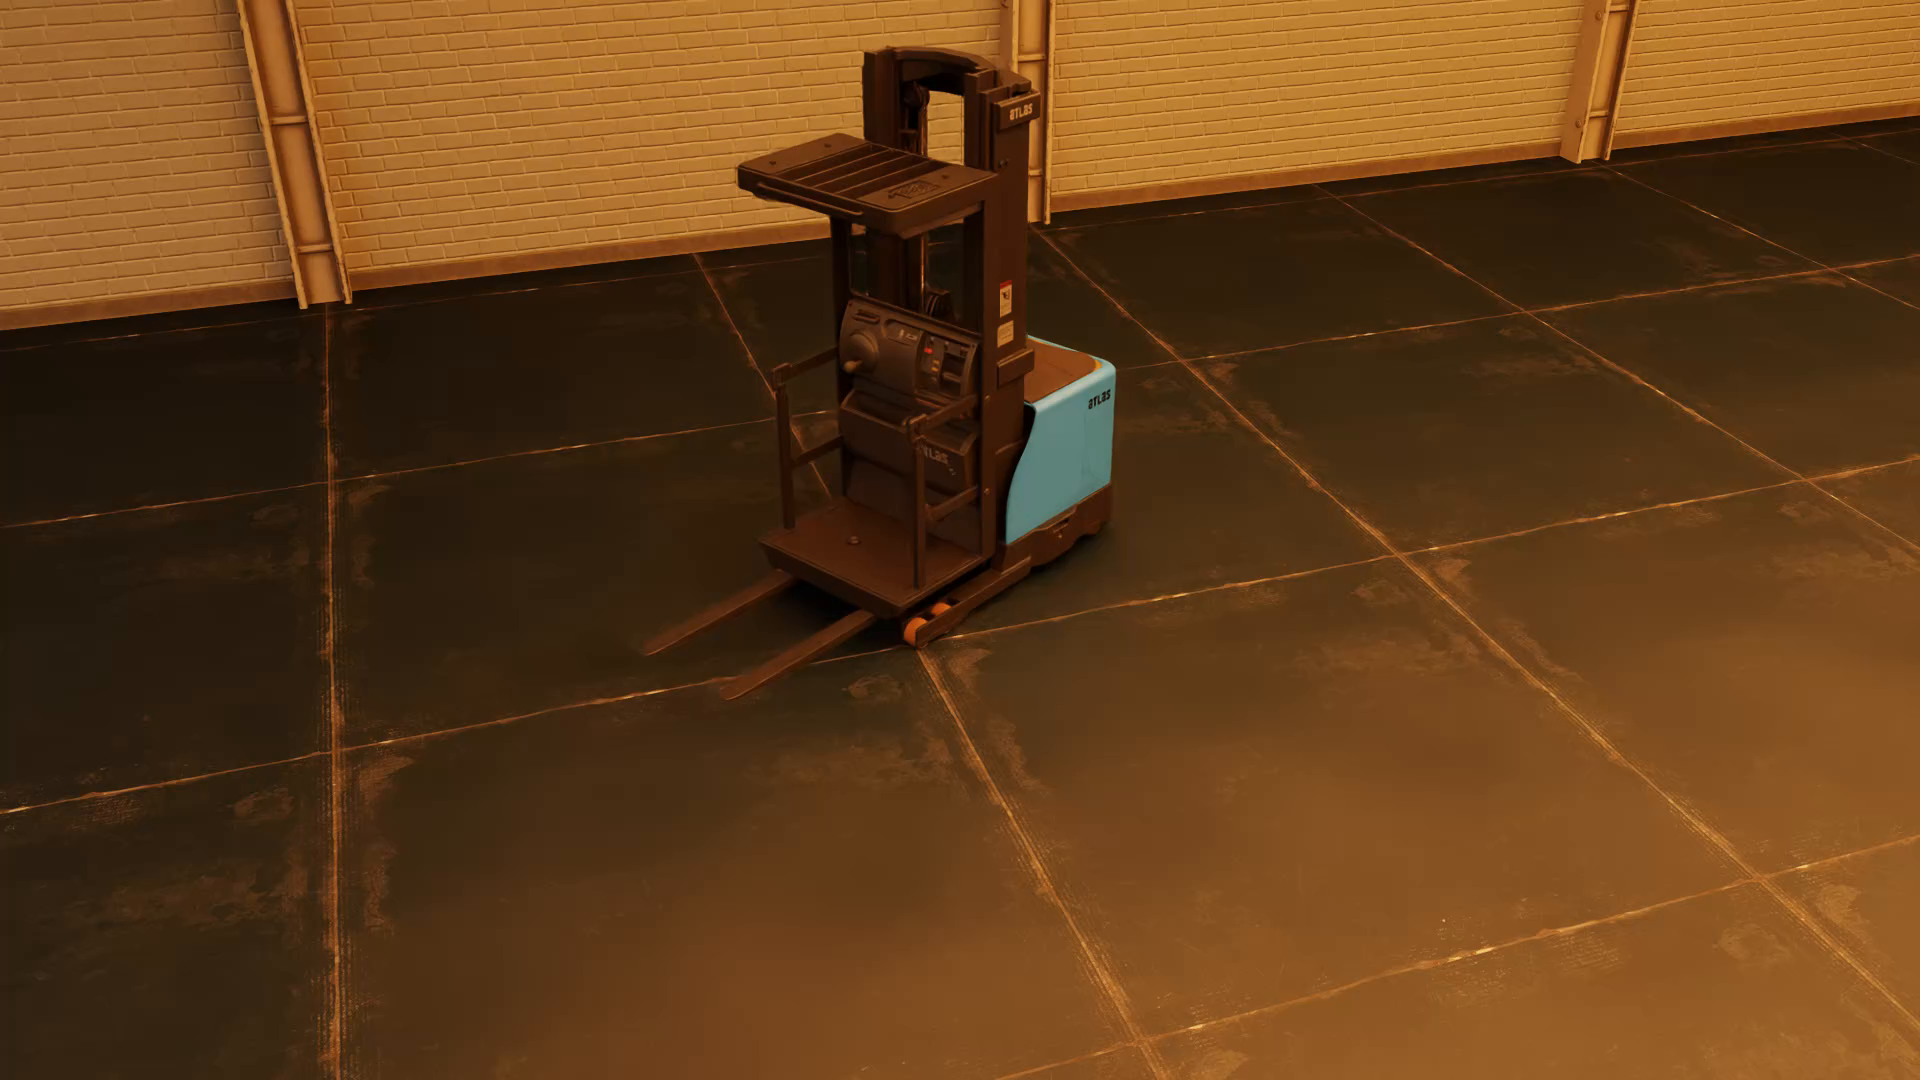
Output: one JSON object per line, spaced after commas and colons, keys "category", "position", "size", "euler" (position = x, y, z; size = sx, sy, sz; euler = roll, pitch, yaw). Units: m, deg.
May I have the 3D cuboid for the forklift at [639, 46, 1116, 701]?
{"category": "forklift", "position": [-0.419, -0.967, 8.768], "size": [1.130, 2.935, 3.031], "euler": [23, 37, 34]}

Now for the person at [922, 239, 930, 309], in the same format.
{"category": "person", "position": [-0.267, -1.075, 10.277], "size": [0.813, 1.631, 0.524], "euler": [-26, 39, -38]}
